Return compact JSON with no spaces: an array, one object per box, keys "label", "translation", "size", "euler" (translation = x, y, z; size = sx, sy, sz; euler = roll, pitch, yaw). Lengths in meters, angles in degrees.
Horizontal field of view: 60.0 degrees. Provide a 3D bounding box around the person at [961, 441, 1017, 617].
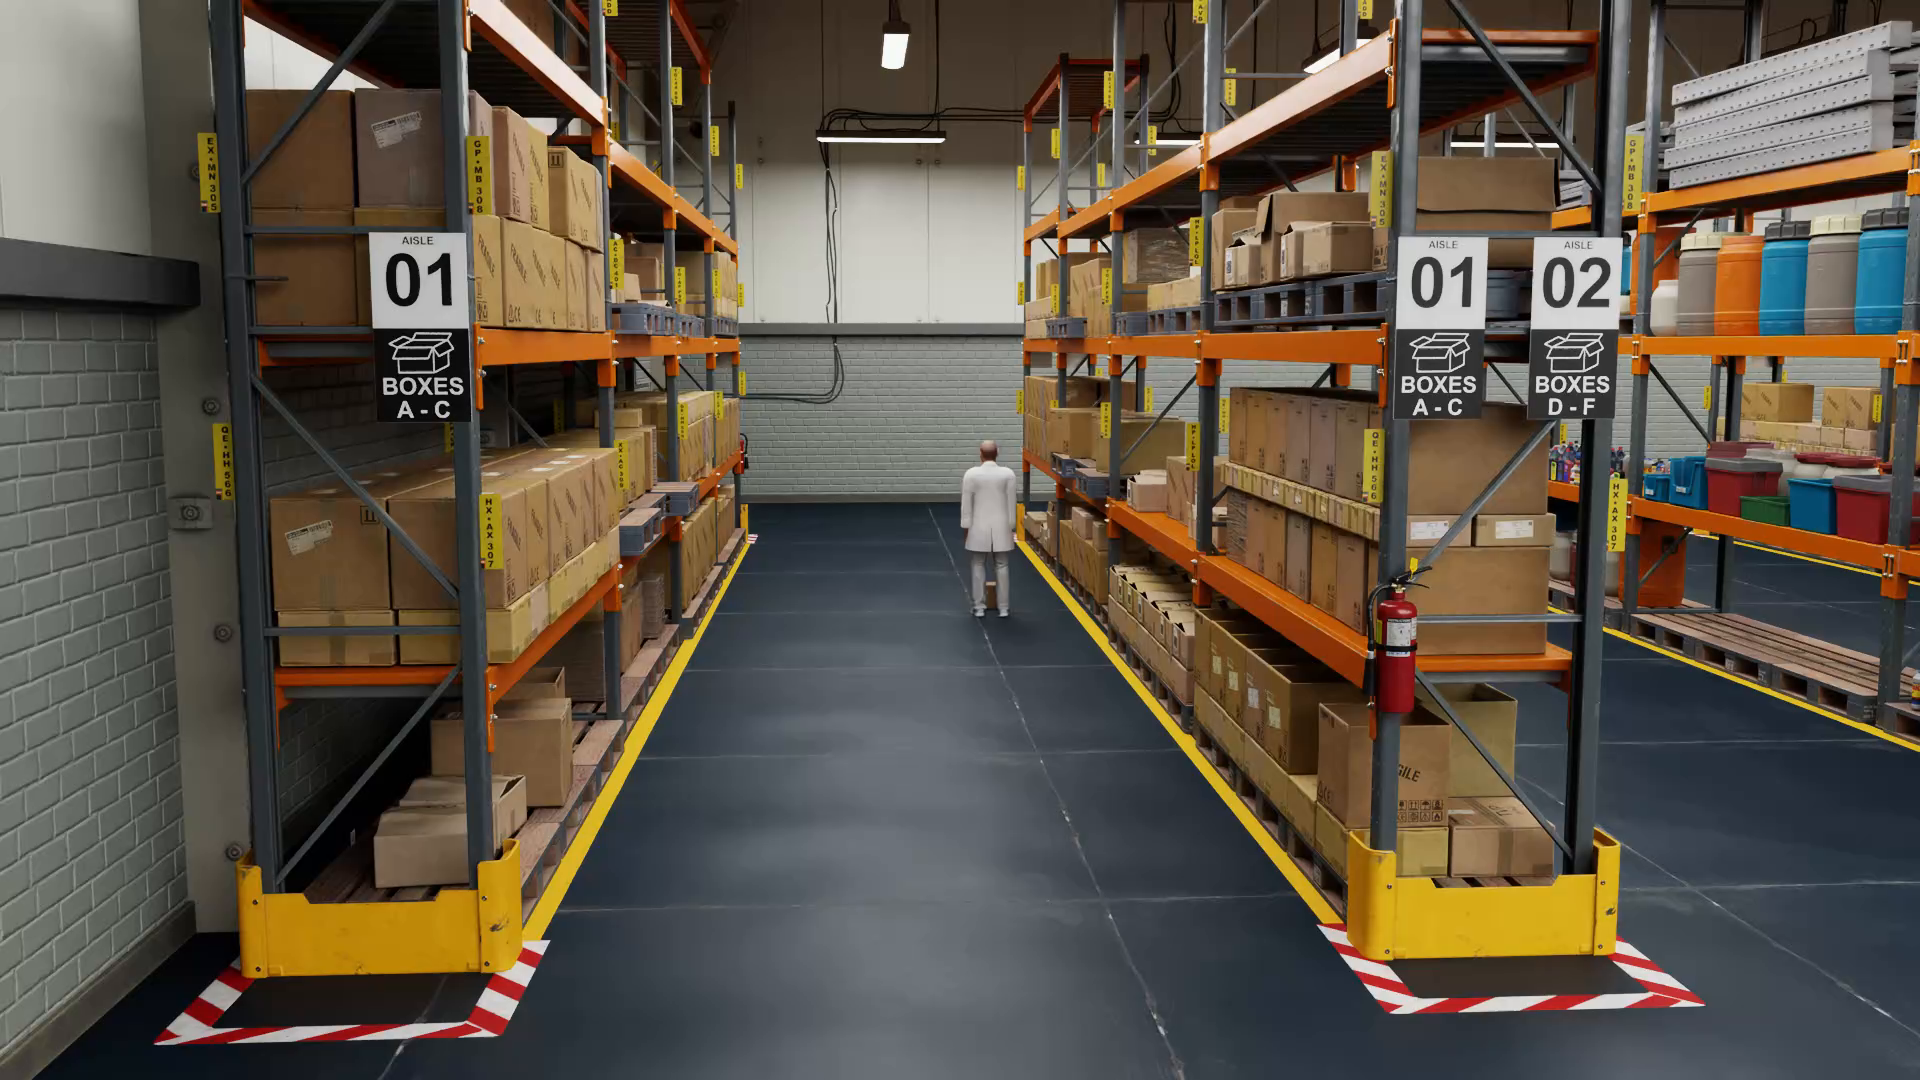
[{"label":"person","translation":[0.288,-0.114,16.807],"size":[0.562,1.774,0.385],"euler":[0,7,-3]}]
